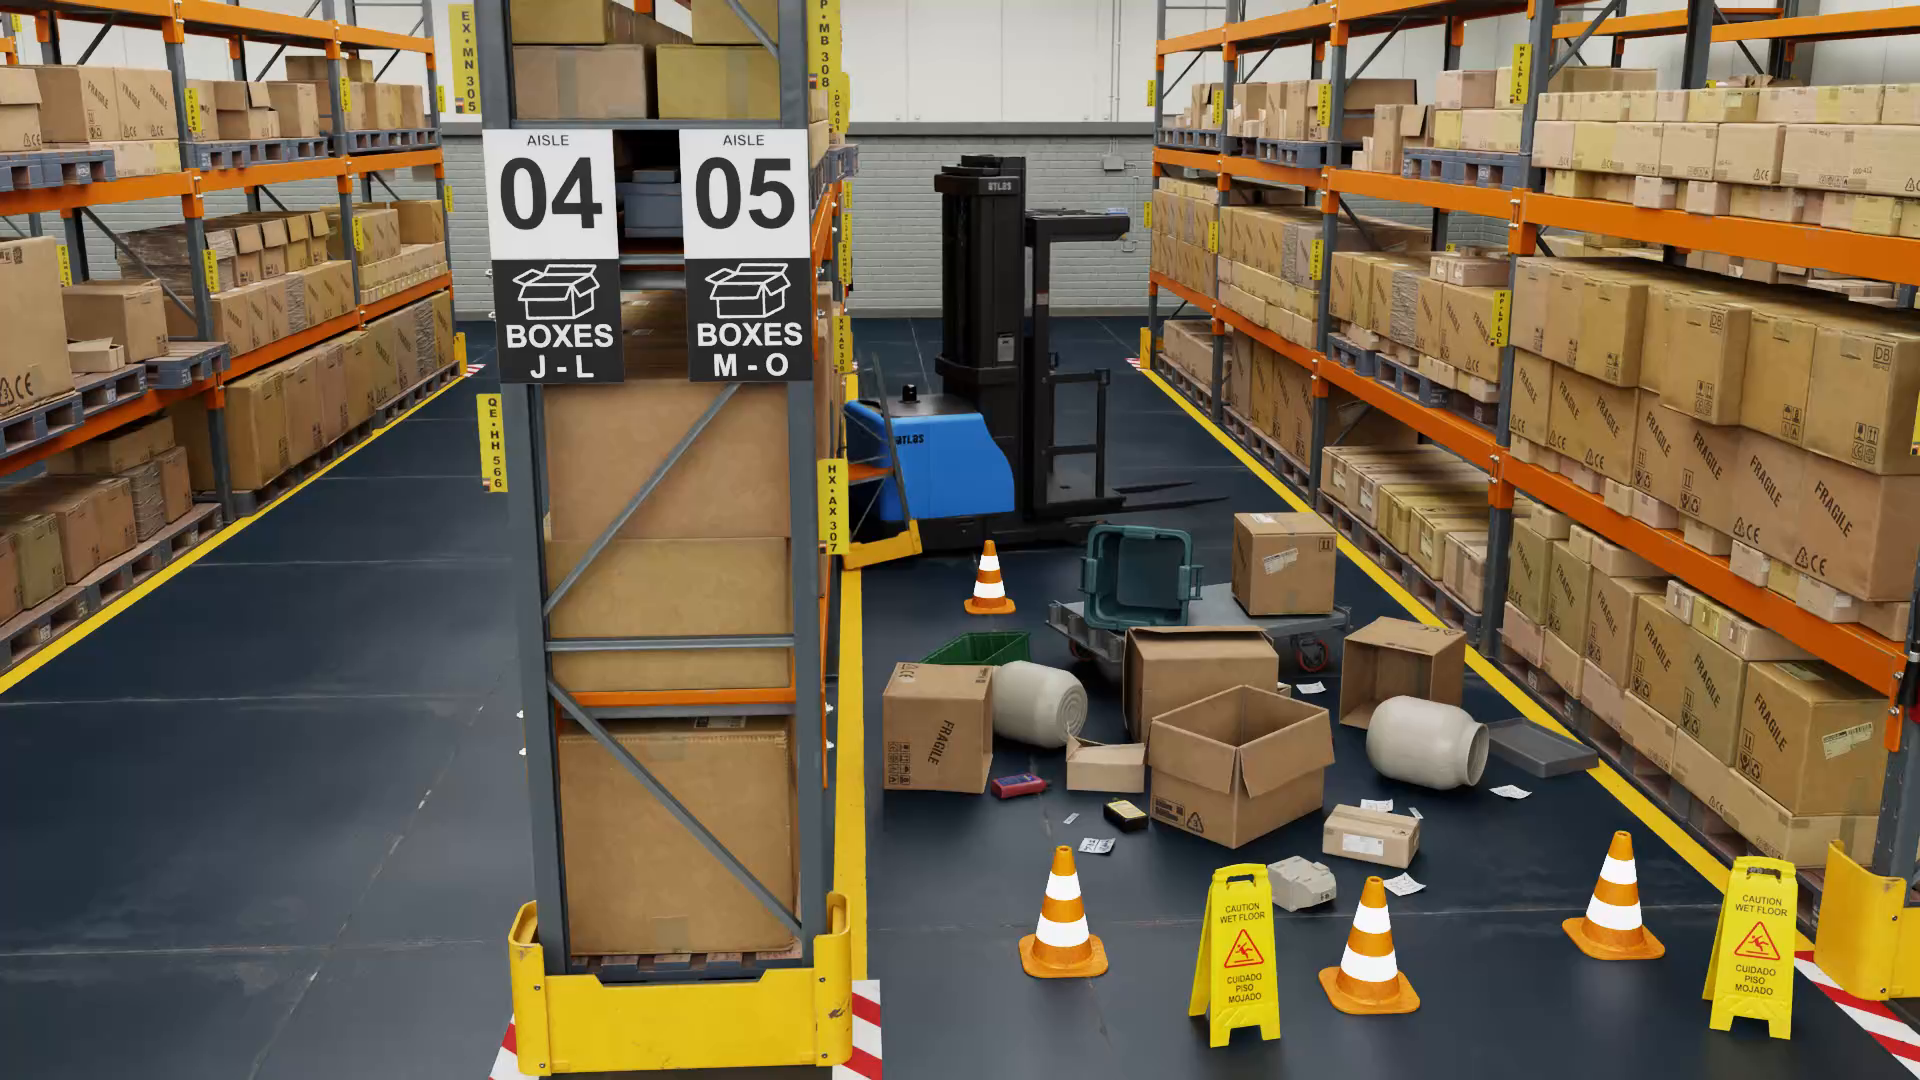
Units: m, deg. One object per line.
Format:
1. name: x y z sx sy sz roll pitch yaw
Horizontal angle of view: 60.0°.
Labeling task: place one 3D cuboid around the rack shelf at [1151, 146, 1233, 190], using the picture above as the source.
1. rack shelf: 3.091 -4.333 19.273 1.077 0.370 4.000 -1 14 -3

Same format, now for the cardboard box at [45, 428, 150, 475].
1. cardboard box: -6.314 -0.652 12.168 0.500 0.250 0.500 1 14 3

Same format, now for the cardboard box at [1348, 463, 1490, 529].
1. cardboard box: 3.542 -0.344 12.773 0.950 0.372 0.625 -1 14 -5

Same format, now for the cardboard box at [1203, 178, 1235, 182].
1. cardboard box: 3.229 -4.424 20.693 0.380 0.149 0.250 -1 14 -2

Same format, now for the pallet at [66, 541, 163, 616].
1. pallet: -6.309 0.264 11.578 1.003 0.211 1.213 -1 14 -3

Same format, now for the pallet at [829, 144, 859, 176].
1. pallet: -1.379 -2.837 12.393 1.213 0.211 1.003 0 14 -1

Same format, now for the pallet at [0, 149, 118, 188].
1. pallet: -6.180 -2.364 10.551 1.213 0.211 1.003 -1 14 -3

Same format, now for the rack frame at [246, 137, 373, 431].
1. rack frame: -6.676 -2.579 17.029 1.000 3.000 0.127 -1 14 -3

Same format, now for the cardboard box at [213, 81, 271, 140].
1. cardboard box: -6.576 -3.798 14.697 0.797 0.503 0.637 -1 14 -4

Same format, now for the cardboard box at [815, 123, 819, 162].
1. cardboard box: -0.709 -1.444 6.062 0.380 0.149 0.250 -1 14 -3

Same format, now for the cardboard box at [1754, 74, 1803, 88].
1. cardboard box: 8.306 -4.597 16.884 0.396 0.266 0.258 -1 14 -3

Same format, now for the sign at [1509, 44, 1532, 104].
1. sign: 3.157 -2.626 9.367 0.100 0.325 0.005 -1 14 -3

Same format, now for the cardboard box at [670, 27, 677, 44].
1. cardboard box: -1.460 -2.197 7.387 0.380 0.149 0.250 -1 14 -4

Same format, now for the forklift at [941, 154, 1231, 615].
1. forklift: 0.922 -1.322 12.283 3.031 2.935 2.615 -5 15 -20

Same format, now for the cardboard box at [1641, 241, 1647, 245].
1. cardboard box: 8.271 -3.514 20.367 0.500 0.250 0.500 0 14 -2

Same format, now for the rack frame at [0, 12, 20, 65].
1. rack frame: -11.867 -6.402 19.851 1.000 3.000 0.127 -1 14 -3

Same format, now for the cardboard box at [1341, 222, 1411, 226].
1. cardboard box: 3.636 -2.519 14.591 0.500 0.500 0.500 -1 14 -3

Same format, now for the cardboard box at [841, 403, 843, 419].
1. cardboard box: -1.295 -0.933 14.807 0.500 0.500 0.500 -1 14 -3

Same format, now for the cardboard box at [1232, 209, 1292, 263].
1. cardboard box: 3.014 -3.024 16.554 0.500 0.500 0.500 -1 14 -4

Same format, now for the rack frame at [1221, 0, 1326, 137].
1. rack frame: 3.215 -5.637 16.876 1.000 3.000 0.127 -1 14 -3

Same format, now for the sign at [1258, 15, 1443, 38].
1. sign: -3.617 -4.760 14.516 14.778 0.525 3.839 -1 14 -3

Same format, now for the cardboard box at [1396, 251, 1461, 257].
1. cardboard box: 3.768 -2.024 13.233 0.500 0.500 0.500 -1 14 -5

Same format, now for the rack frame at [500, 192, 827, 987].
1. rack frame: -0.976 0.354 5.630 1.000 3.000 0.127 -1 14 -3

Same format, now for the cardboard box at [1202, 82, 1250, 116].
1. cardboard box: 3.099 -4.821 18.474 0.797 0.503 0.637 0 14 1

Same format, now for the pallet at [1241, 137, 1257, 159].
1. pallet: 3.321 -3.864 16.391 0.805 0.209 1.217 -1 15 -6

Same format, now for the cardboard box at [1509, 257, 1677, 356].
1. cardboard box: 3.521 -1.306 9.279 0.700 0.500 0.500 -1 14 -4

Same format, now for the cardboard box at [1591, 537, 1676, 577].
1. cardboard box: 3.479 0.086 8.539 0.380 0.149 0.250 0 14 0

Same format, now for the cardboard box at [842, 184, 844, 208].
1. cardboard box: -1.582 -3.805 18.991 0.500 0.500 0.500 -1 14 -5

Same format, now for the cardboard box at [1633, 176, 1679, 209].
1. cardboard box: 3.477 -1.670 7.981 0.380 0.149 0.250 -1 14 -5

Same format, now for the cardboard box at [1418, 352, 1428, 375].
1. cardboard box: 3.354 -1.201 11.338 0.380 0.149 0.250 -1 14 -3

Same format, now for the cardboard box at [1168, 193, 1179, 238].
1. cardboard box: 2.791 -3.879 19.876 0.500 0.500 0.500 -1 14 -4

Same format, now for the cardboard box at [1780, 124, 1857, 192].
1. cardboard box: 3.641 -1.520 6.598 0.500 0.250 0.500 -1 14 -4

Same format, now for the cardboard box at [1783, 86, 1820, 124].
1. cardboard box: 3.659 -1.797 6.874 0.380 0.149 0.250 -1 14 -3

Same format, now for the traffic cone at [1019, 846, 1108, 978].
1. traffic cone: 0.409 1.429 6.544 0.336 0.463 0.334 -1 14 -3

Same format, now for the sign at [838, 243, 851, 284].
1. sign: -0.918 -2.205 13.255 0.100 0.325 0.005 -1 14 -3

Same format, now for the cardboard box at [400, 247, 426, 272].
1. cardboard box: -6.566 -3.276 19.442 0.500 0.250 0.500 -1 14 -5

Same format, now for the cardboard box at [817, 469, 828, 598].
1. cardboard box: -1.009 -0.088 7.046 0.875 0.550 0.550 -1 14 -3

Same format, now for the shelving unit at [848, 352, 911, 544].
1. shelving unit: -0.783 -0.644 12.495 0.500 1.500 0.985 -13 11 -8

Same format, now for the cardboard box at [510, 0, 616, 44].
1. cardboard box: -1.335 -1.693 5.428 0.380 0.149 0.250 -1 14 -3

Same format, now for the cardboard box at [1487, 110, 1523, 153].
1. cardboard box: 3.530 -2.469 10.039 0.500 0.250 0.500 -1 14 -5

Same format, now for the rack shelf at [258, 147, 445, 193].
1. rack shelf: -6.800 -4.180 18.678 1.077 0.370 4.000 -1 14 -3

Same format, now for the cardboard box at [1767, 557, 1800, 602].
1. cardboard box: 3.601 0.159 6.892 0.380 0.149 0.250 -1 14 -4

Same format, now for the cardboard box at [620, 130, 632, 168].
1. cardboard box: -1.349 -1.369 5.767 0.380 0.149 0.250 -1 14 -3

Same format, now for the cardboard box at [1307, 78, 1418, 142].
1. cardboard box: 3.289 -3.534 13.674 0.797 0.503 0.637 -2 15 -7

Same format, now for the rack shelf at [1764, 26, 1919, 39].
1. rack shelf: 8.293 -4.770 15.360 0.919 0.124 3.809 -1 14 -3

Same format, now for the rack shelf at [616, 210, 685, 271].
1. rack shelf: -1.100 -1.377 7.246 0.919 0.052 3.809 -1 14 -3

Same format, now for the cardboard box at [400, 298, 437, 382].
1. cardboard box: -6.748 -2.364 19.614 0.875 0.875 0.875 -1 14 -3

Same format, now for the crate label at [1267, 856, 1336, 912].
1. crate label: 1.447 1.459 7.080 0.250 0.136 0.298 -9 17 -32

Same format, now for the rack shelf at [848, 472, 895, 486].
1. rack shelf: -0.762 -0.510 12.553 0.416 0.036 0.922 -13 11 -8
